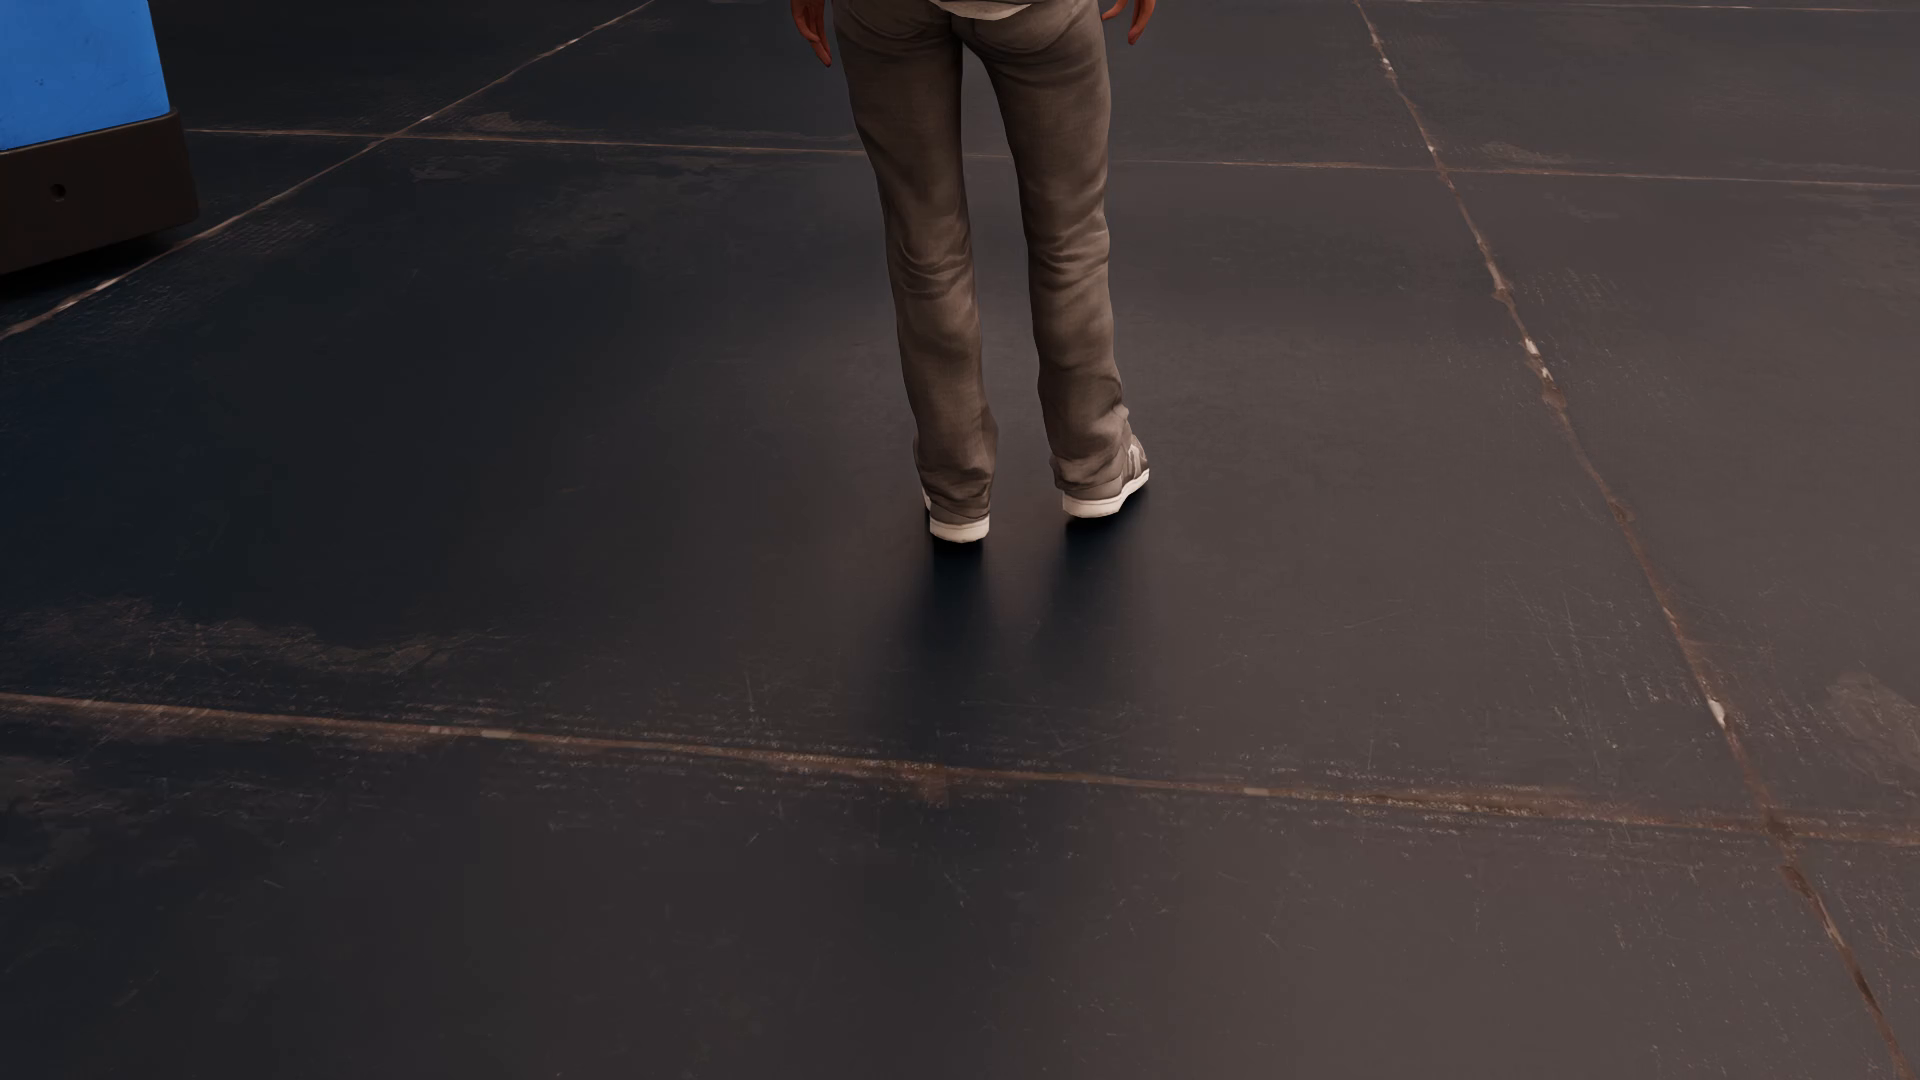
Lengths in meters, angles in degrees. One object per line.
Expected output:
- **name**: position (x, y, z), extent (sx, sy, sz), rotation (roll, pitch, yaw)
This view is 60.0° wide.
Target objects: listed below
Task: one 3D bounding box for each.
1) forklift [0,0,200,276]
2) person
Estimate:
- **forklift**: position (-3.286, -2.133, 3.492), extent (3.031, 2.935, 1.130), rotation (14, 30, 26)
- **person**: position (0.024, -0.753, 2.204), extent (0.521, 1.596, 0.475), rotation (3, 27, 7)
